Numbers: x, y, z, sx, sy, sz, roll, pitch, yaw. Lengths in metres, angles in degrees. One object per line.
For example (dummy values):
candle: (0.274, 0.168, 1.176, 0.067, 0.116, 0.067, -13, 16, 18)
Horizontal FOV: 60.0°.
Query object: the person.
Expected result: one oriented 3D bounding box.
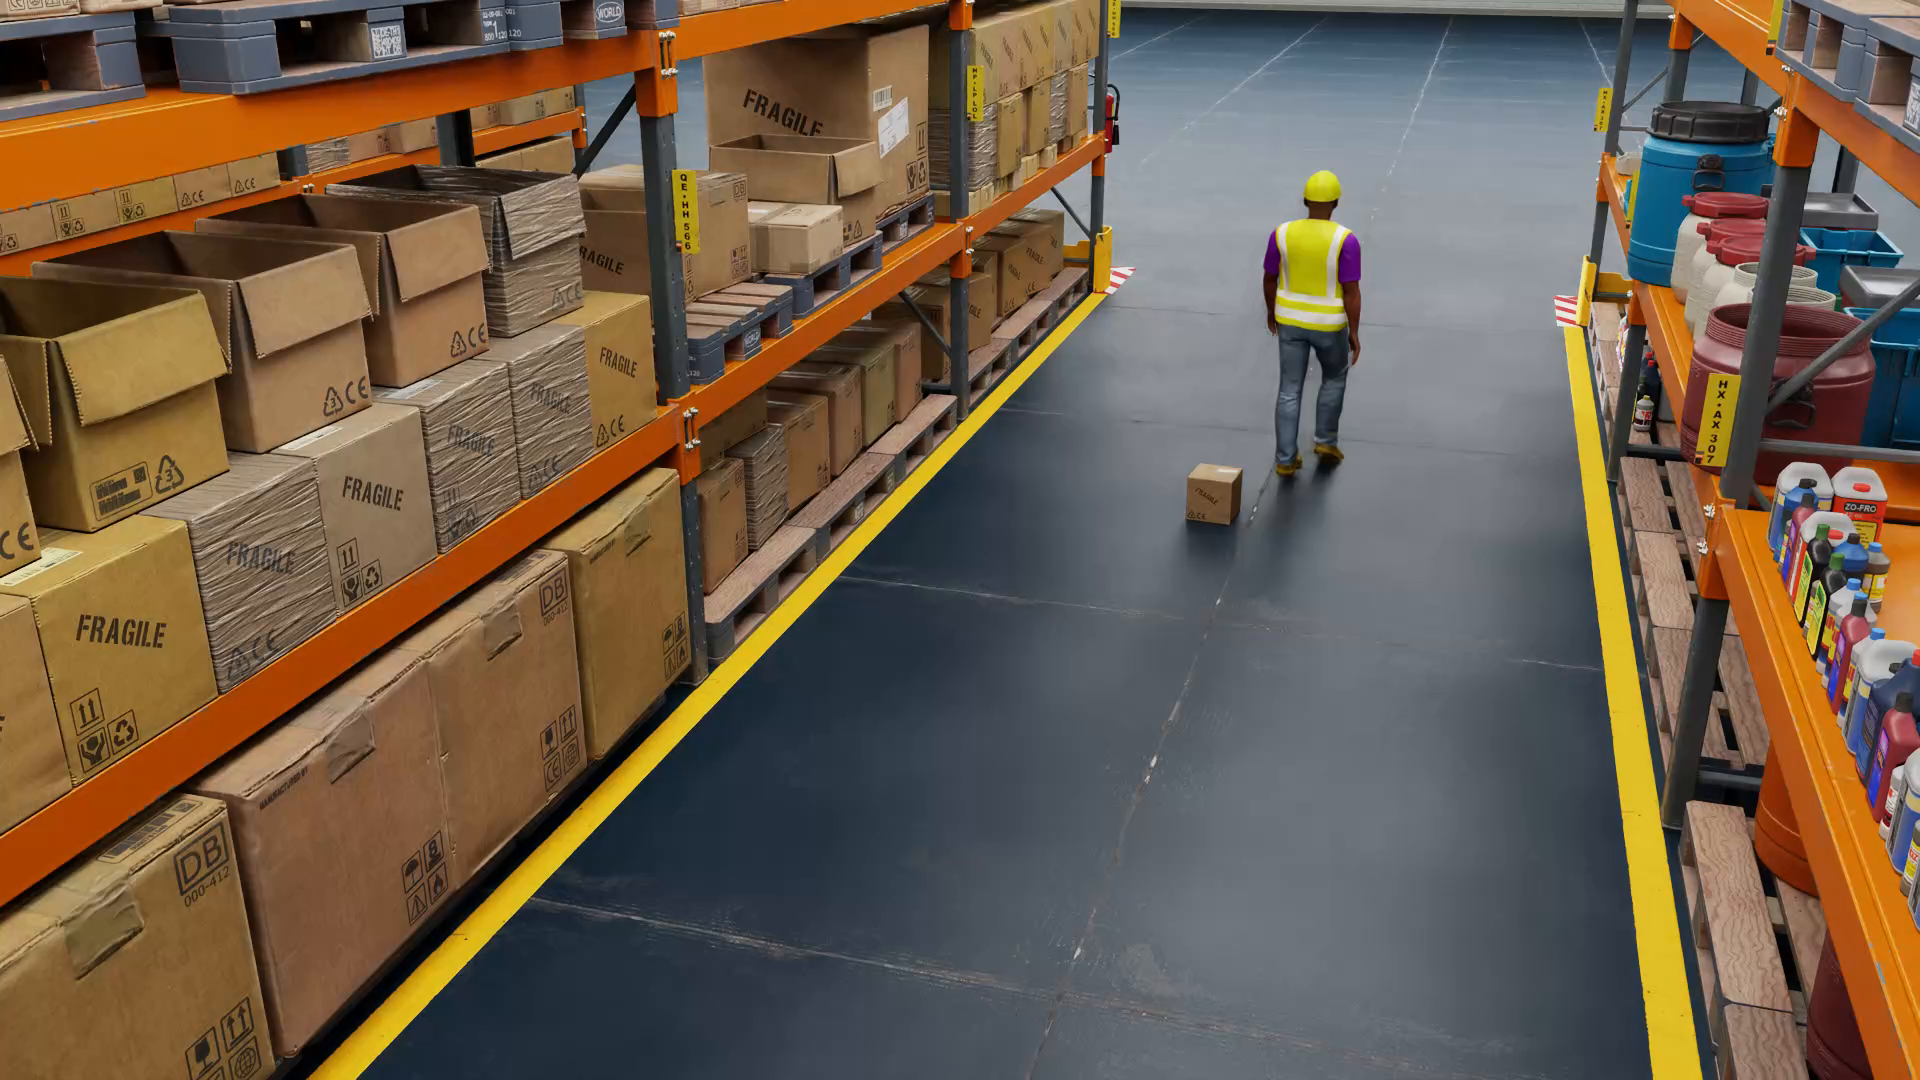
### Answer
person: (2.065, -1.248, 9.707, 0.627, 1.817, 0.687, 10, 24, 22)
